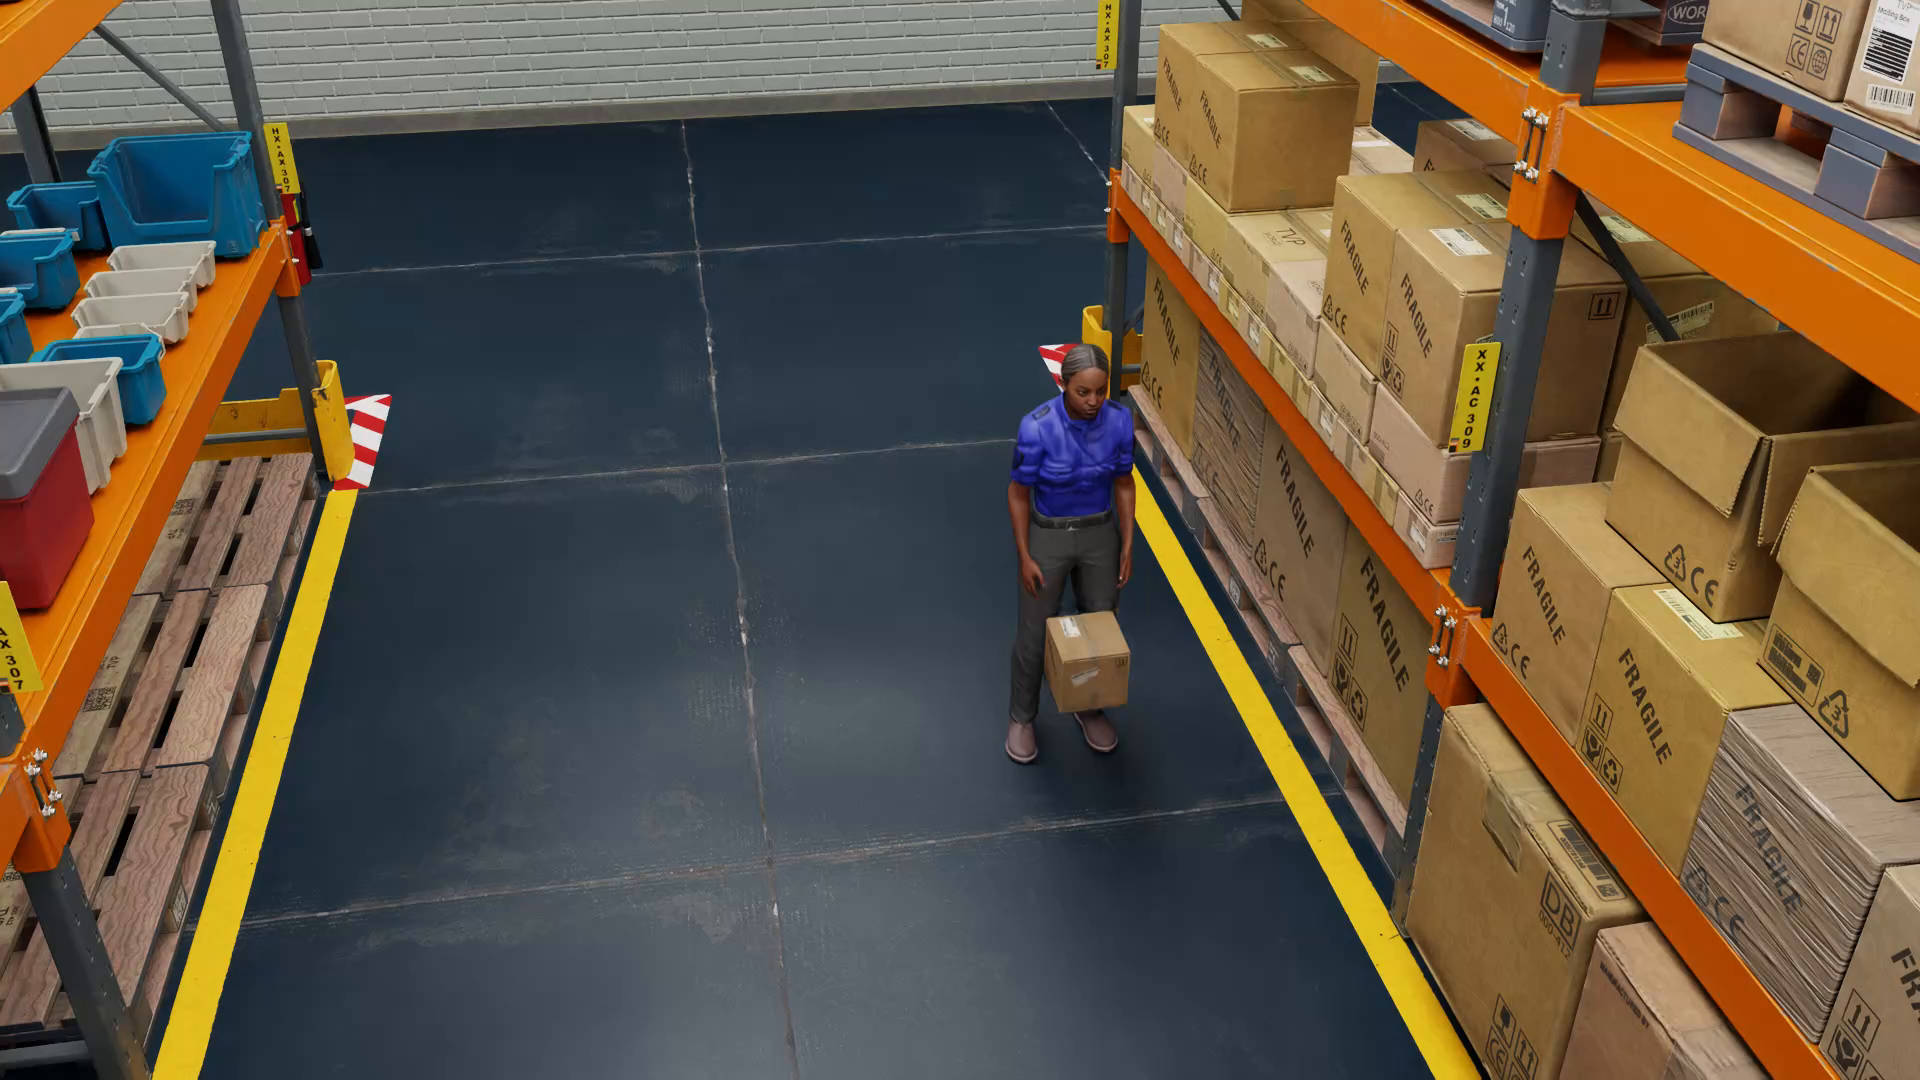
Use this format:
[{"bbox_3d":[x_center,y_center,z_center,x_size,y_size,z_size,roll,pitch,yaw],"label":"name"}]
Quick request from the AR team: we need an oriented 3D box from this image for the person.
[{"bbox_3d":[0.397,0.039,6.067,0.482,1.659,0.345,-6,31,-10],"label":"person"}]
